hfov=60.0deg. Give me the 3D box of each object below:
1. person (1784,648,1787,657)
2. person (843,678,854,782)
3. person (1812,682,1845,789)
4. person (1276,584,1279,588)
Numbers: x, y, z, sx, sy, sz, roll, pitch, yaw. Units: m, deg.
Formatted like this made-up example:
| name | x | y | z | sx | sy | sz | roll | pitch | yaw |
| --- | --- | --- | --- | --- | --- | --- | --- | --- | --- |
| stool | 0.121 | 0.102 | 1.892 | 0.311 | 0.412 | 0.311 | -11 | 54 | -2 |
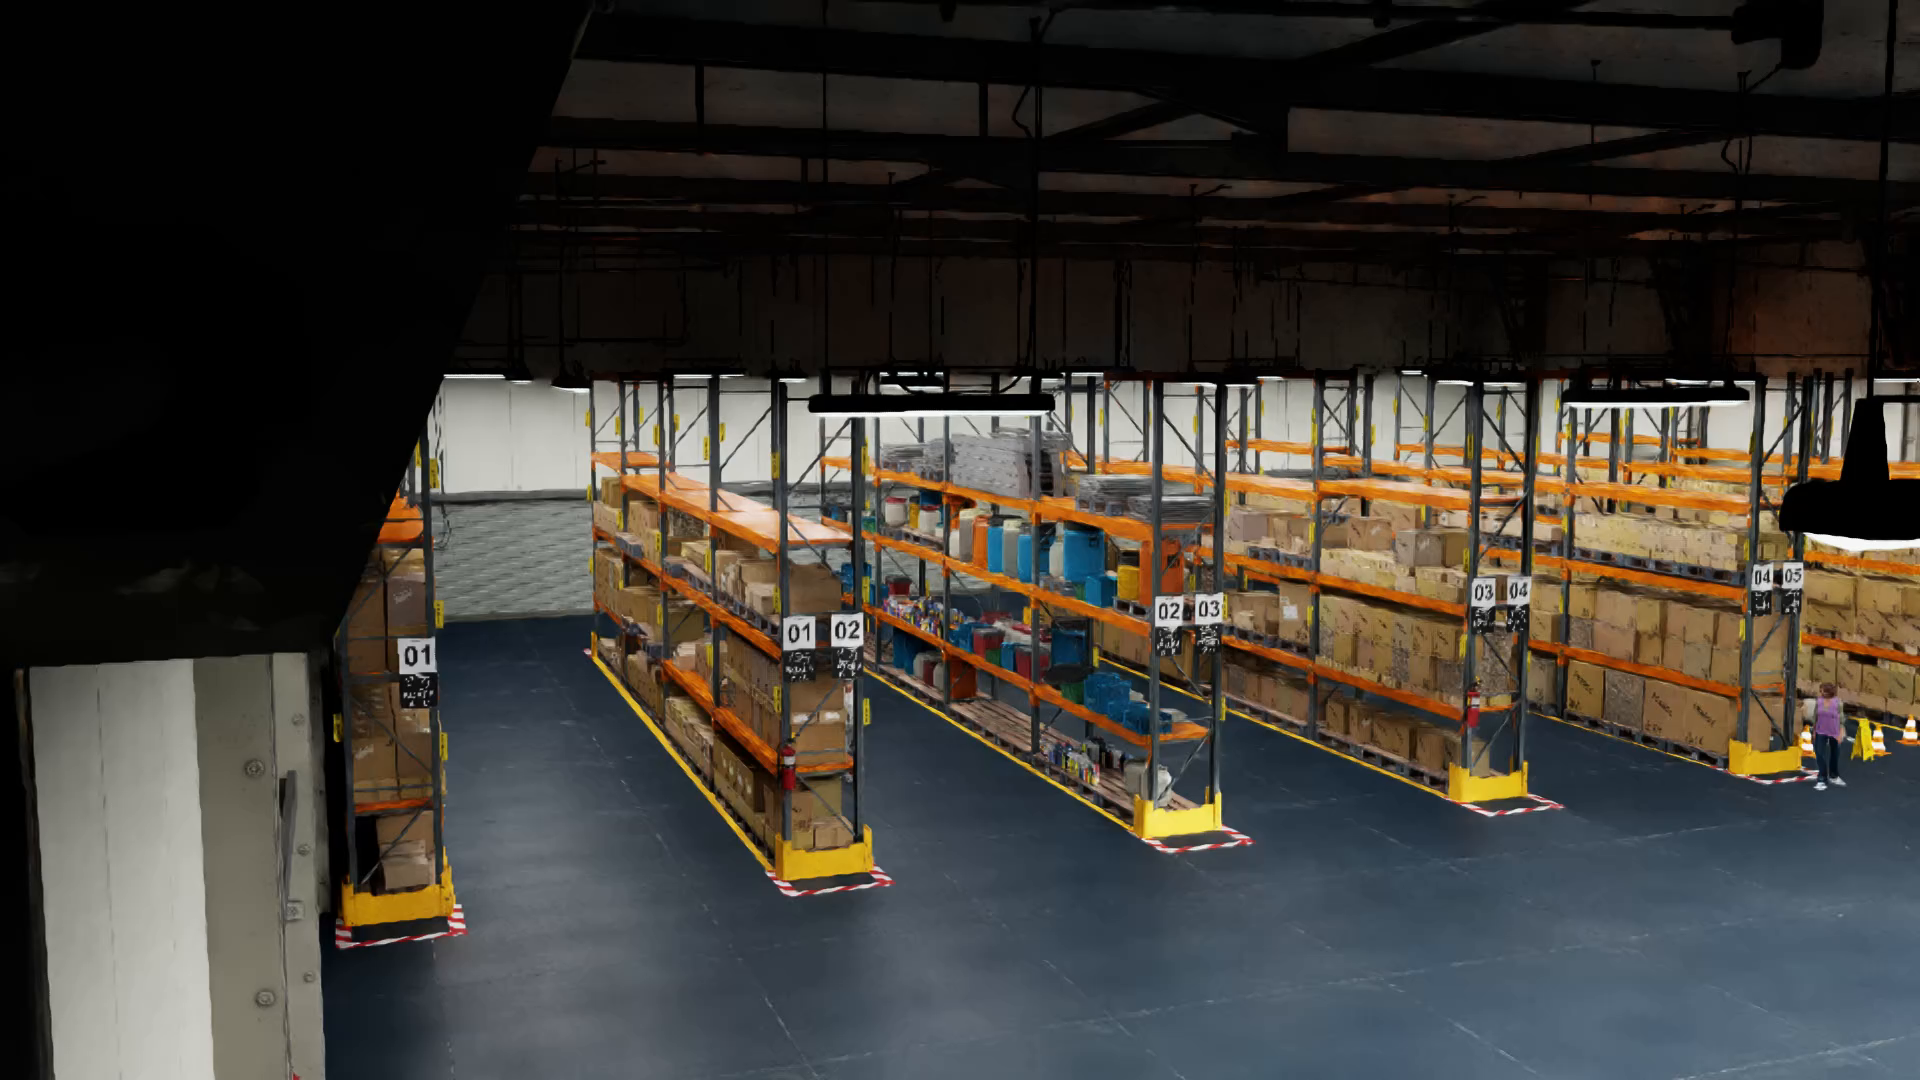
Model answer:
| name | x | y | z | sx | sy | sz | roll | pitch | yaw |
| --- | --- | --- | --- | --- | --- | --- | --- | --- | --- |
| person | 16.457 | 1.746 | 33.572 | 0.532 | 1.665 | 0.572 | 1 | 6 | 11 |
| person | -1.671 | 2.750 | 24.868 | 0.488 | 1.590 | 1.079 | -3 | 7 | -22 |
| person | 12.715 | 2.836 | 24.320 | 0.463 | 1.581 | 0.552 | 5 | 8 | 38 |
| person | 8.757 | 0.406 | 45.261 | 0.598 | 1.772 | 0.576 | 2 | 7 | 15 |
